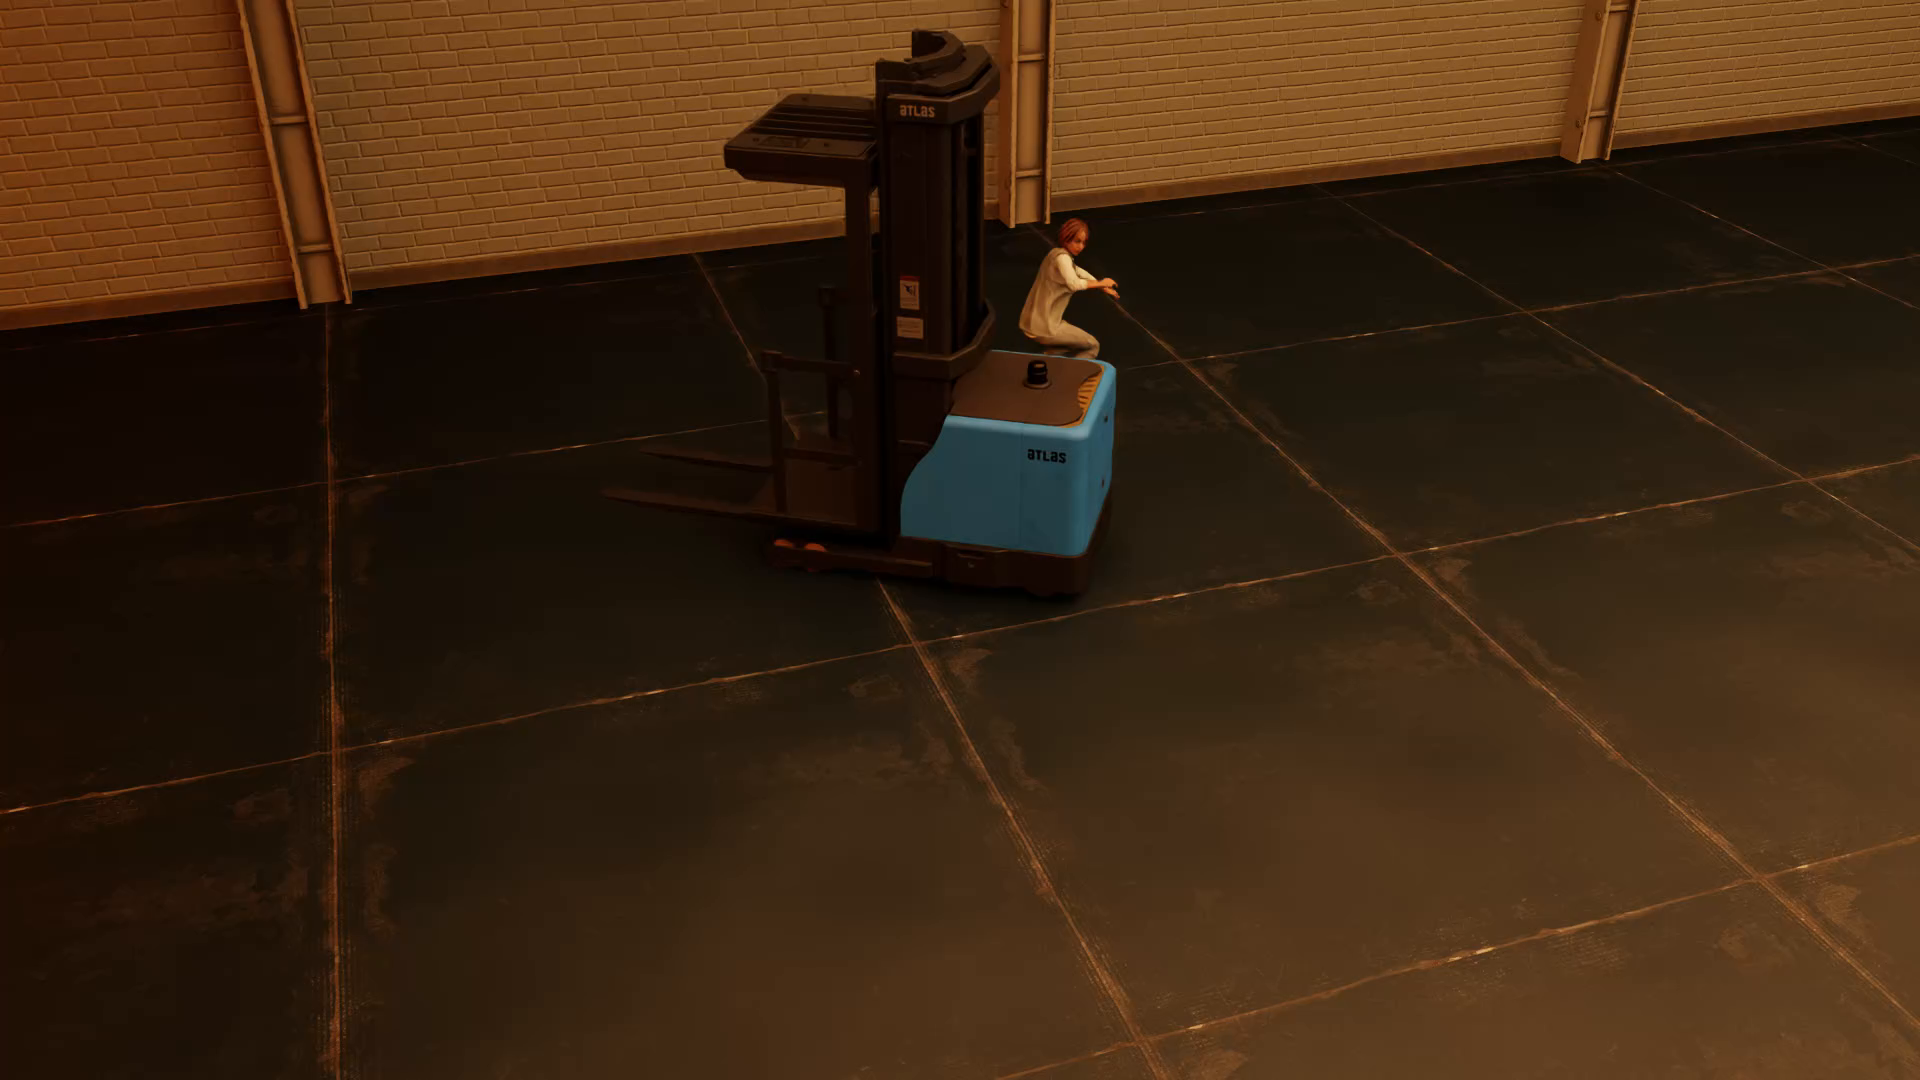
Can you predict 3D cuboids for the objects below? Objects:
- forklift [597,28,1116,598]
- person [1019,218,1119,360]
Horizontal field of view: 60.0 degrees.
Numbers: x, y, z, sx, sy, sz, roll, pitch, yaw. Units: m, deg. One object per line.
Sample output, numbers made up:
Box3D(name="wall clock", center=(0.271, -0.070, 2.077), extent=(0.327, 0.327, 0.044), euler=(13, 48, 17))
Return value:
Box3D(name="forklift", center=(-0.652, -1.330, 9.398), extent=(3.031, 2.935, 1.130), euler=(7, 31, 12))
Box3D(name="person", center=(0.811, -1.523, 11.351), extent=(0.844, 1.334, 0.691), euler=(-10, 31, -17))
